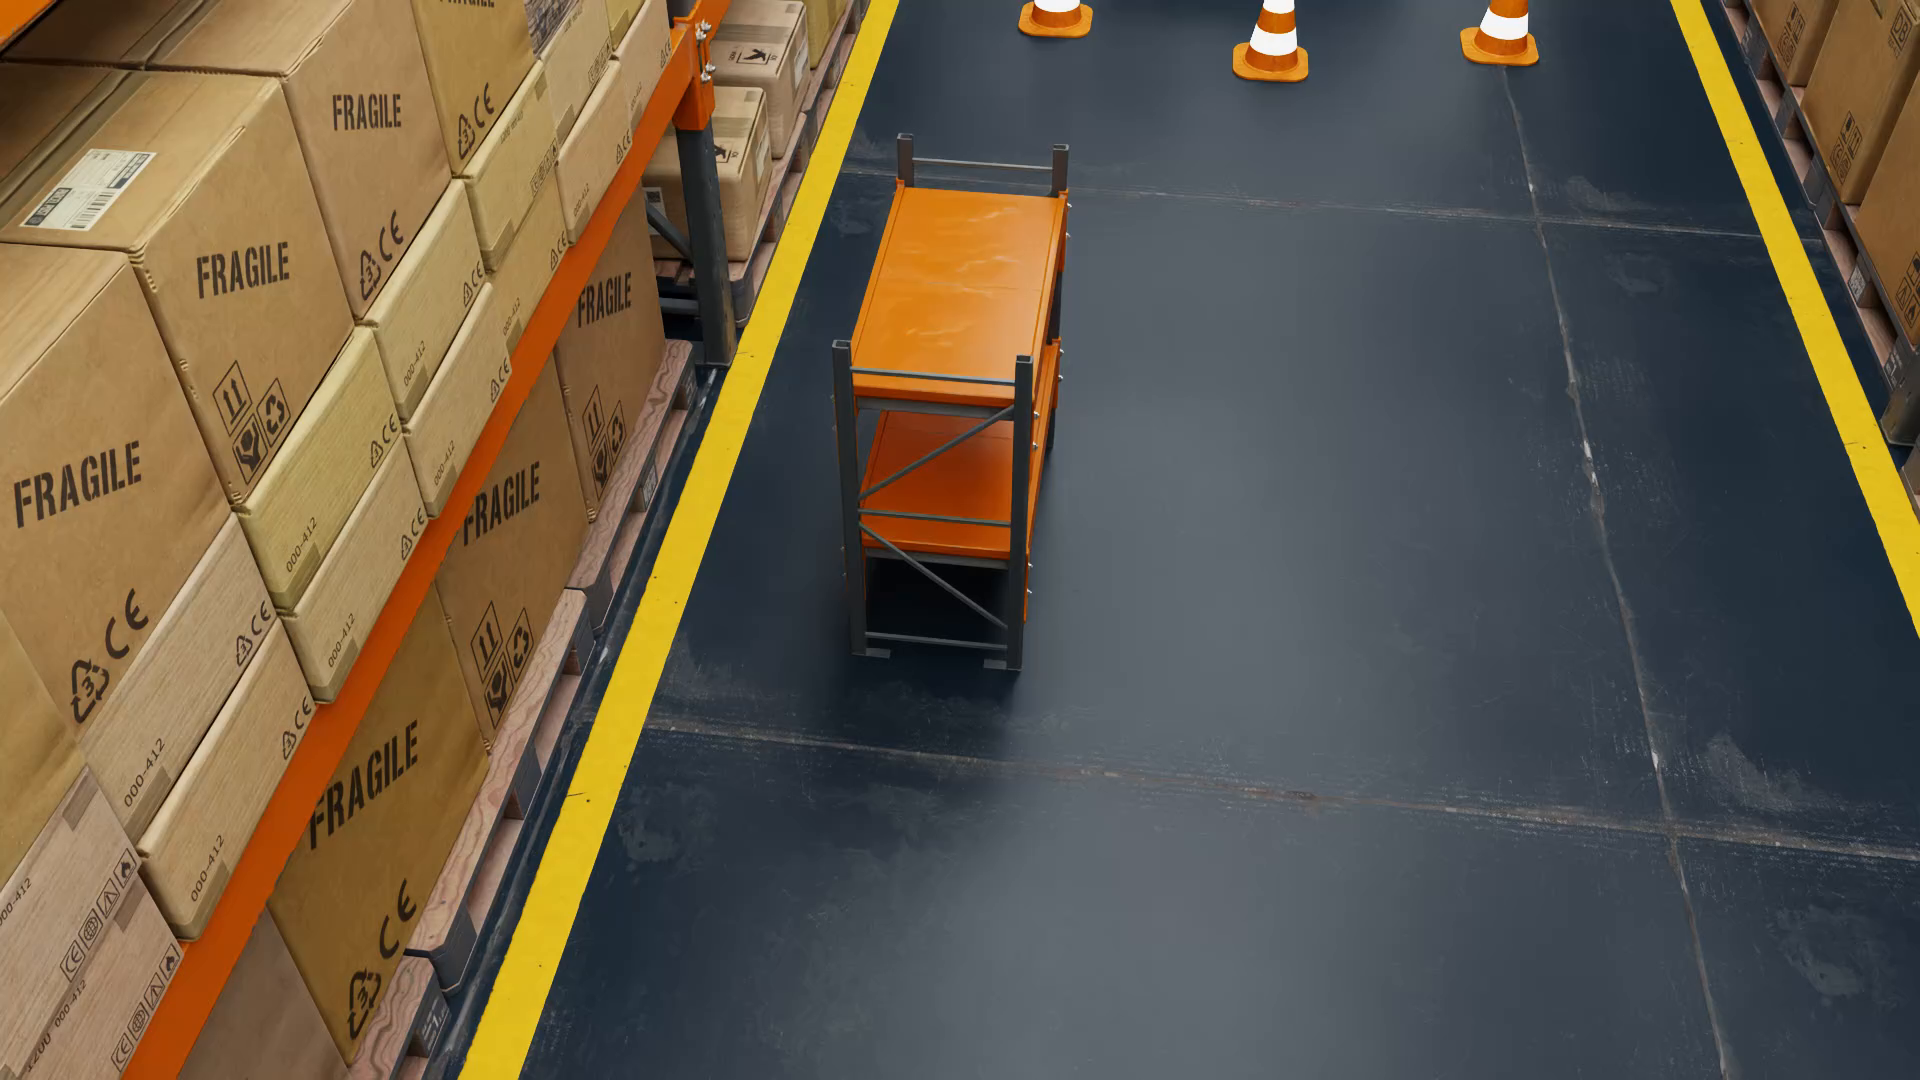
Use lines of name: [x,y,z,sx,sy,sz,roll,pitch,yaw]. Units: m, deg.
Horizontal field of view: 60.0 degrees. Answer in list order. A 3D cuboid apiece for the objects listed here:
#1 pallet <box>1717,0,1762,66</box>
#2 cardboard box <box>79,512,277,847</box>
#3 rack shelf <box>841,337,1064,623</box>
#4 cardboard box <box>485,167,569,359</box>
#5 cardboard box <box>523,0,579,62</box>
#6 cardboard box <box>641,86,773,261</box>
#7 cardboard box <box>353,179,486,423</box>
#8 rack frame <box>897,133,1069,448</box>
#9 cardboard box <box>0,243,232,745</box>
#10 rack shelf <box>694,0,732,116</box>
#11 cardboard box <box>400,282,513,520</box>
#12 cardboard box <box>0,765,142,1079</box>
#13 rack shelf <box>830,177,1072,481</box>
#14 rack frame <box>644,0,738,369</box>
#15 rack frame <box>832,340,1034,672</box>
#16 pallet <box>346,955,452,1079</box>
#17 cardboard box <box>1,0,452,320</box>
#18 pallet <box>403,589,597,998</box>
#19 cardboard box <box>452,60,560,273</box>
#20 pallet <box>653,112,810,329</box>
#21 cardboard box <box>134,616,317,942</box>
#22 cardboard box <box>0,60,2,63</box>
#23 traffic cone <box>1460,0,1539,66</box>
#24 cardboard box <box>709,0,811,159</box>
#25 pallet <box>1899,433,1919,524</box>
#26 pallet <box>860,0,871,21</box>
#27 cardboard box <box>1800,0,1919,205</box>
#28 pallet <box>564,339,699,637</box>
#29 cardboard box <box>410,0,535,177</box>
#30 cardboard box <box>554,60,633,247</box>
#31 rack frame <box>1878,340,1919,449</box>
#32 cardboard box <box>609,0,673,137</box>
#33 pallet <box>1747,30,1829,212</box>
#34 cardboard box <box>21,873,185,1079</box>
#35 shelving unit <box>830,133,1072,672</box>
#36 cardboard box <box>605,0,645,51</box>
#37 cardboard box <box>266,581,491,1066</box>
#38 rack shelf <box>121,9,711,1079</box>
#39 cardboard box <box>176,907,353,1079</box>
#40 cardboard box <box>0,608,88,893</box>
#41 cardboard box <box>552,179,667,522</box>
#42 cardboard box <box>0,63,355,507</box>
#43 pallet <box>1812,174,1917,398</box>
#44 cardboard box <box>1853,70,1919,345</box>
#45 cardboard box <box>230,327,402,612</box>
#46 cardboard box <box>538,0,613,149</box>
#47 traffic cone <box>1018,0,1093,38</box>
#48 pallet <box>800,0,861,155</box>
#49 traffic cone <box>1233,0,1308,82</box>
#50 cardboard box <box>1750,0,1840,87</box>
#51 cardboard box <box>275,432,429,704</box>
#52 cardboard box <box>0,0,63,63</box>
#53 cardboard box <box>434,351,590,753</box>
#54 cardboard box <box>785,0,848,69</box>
pallet: [4.120,-2.581,7.822,1.003,0.211,1.213,5,44,6]
cardboard box: [-1.452,0.185,2.618,0.500,0.250,0.500,6,44,6]
rack shelf: [-0.001,-0.226,5.027,0.538,0.278,1.000,5,44,6]
cardboard box: [-1.246,-0.667,3.882,0.500,0.250,0.500,5,44,5]
cardboard box: [-1.170,-1.454,3.804,0.500,0.500,0.500,6,44,6]
cardboard box: [-1.217,-1.364,6.115,0.950,0.372,0.625,3,43,3]
cardboard box: [-1.294,-0.501,3.343,0.500,0.250,0.500,4,44,4]
rack frame: [0.066,-0.750,5.224,0.500,1.125,0.032,5,44,6]
cardboard box: [-1.447,-0.078,2.350,0.500,0.500,0.500,5,44,5]
rack shelf: [-1.037,-2.883,6.637,1.077,0.370,4.000,5,44,6]
cardboard box: [-1.285,-0.317,3.512,0.500,0.250,0.500,5,44,5]
cardboard box: [-1.493,0.543,2.240,0.500,0.250,0.500,4,44,4]
rack shelf: [-0.001,-0.616,4.657,0.538,0.278,1.000,5,44,6]
rack frame: [-1.302,-1.781,4.950,1.000,3.000,0.127,5,44,6]
rack frame: [-0.068,-0.057,4.493,0.500,1.125,0.032,5,44,6]
pallet: [-1.803,1.425,3.592,1.003,0.211,1.213,5,44,6]
cardboard box: [-1.317,-0.772,3.084,0.500,0.500,0.500,5,44,5]
pallet: [-1.644,0.591,4.473,1.003,0.211,1.213,5,44,6]
cardboard box: [-1.225,-0.855,3.717,0.500,0.250,0.500,4,44,4]
pallet: [-1.197,-1.301,6.471,1.003,0.211,1.213,5,44,6]
cardboard box: [-1.444,0.370,2.786,0.500,0.250,0.500,4,44,4]
cardboard box: [-1.873,-0.479,2.774,0.500,0.500,0.500,6,44,7]
traffic cone: [2.473,-2.429,7.478,0.336,0.463,0.334,5,44,6]
cardboard box: [-1.127,-1.867,6.646,0.950,0.372,0.625,4,44,5]
pallet: [3.514,0.145,4.944,1.003,0.211,1.213,5,44,6]
pallet: [-0.874,-2.964,8.227,1.003,0.211,1.213,5,44,6]
cardboard box: [3.900,-1.739,6.236,1.050,0.750,0.750,6,44,6]
pallet: [-1.480,-0.238,5.348,1.003,0.211,1.213,5,44,6]
cardboard box: [-1.243,-1.116,3.447,0.500,0.500,0.500,5,44,6]
cardboard box: [-1.163,-1.009,4.243,0.500,0.250,0.500,6,44,6]
rack frame: [3.618,-1.400,4.547,1.000,3.000,0.127,5,44,6]
cardboard box: [-1.111,-1.359,4.612,0.500,0.250,0.500,4,44,4]
pallet: [3.961,-1.747,6.942,1.003,0.211,1.213,5,44,6]
cardboard box: [-1.511,0.723,2.414,0.500,0.250,0.500,4,44,5]
shelving unit: [-0.001,-0.404,4.858,0.538,1.125,1.048,5,44,6]
cardboard box: [-1.114,-1.555,4.456,0.500,0.250,0.500,5,44,5]
cardboard box: [-1.716,0.518,3.762,0.875,0.875,0.875,6,44,7]
rack shelf: [-1.566,-0.157,3.758,1.077,0.370,4.000,5,44,6]
cardboard box: [-1.828,1.134,3.111,0.875,0.875,0.875,6,44,7]
cardboard box: [-1.487,0.272,1.982,0.500,0.500,0.500,6,44,6]
cardboard box: [-1.475,-0.699,5.047,0.875,0.875,0.875,5,44,5]
cardboard box: [-1.379,-0.419,2.711,0.500,0.500,0.500,4,44,4]
pallet: [3.797,-0.918,6.066,1.003,0.211,1.213,5,44,6]
cardboard box: [3.788,-1.143,5.606,1.050,0.750,0.750,5,44,5]
cardboard box: [-1.358,-0.156,2.979,0.500,0.250,0.500,6,44,6]
cardboard box: [-1.178,-1.206,4.087,0.500,0.250,0.500,4,44,4]
traffic cone: [0.451,-2.614,7.674,0.336,0.463,0.334,5,44,6]
pallet: [-1.033,-2.130,7.346,1.003,0.211,1.213,5,44,6]
traffic cone: [1.404,-2.325,7.369,0.336,0.463,0.334,5,44,6]
cardboard box: [4.023,-2.374,6.906,1.050,0.750,0.750,5,44,6]
cardboard box: [-1.360,0.023,3.154,0.500,0.250,0.500,5,44,5]
cardboard box: [-1.819,-0.833,3.148,0.500,0.500,0.500,6,44,6]
cardboard box: [-1.597,-0.092,4.405,0.875,0.875,0.875,6,44,6]
cardboard box: [-1.021,-2.384,7.192,0.950,0.372,0.625,7,44,7]
